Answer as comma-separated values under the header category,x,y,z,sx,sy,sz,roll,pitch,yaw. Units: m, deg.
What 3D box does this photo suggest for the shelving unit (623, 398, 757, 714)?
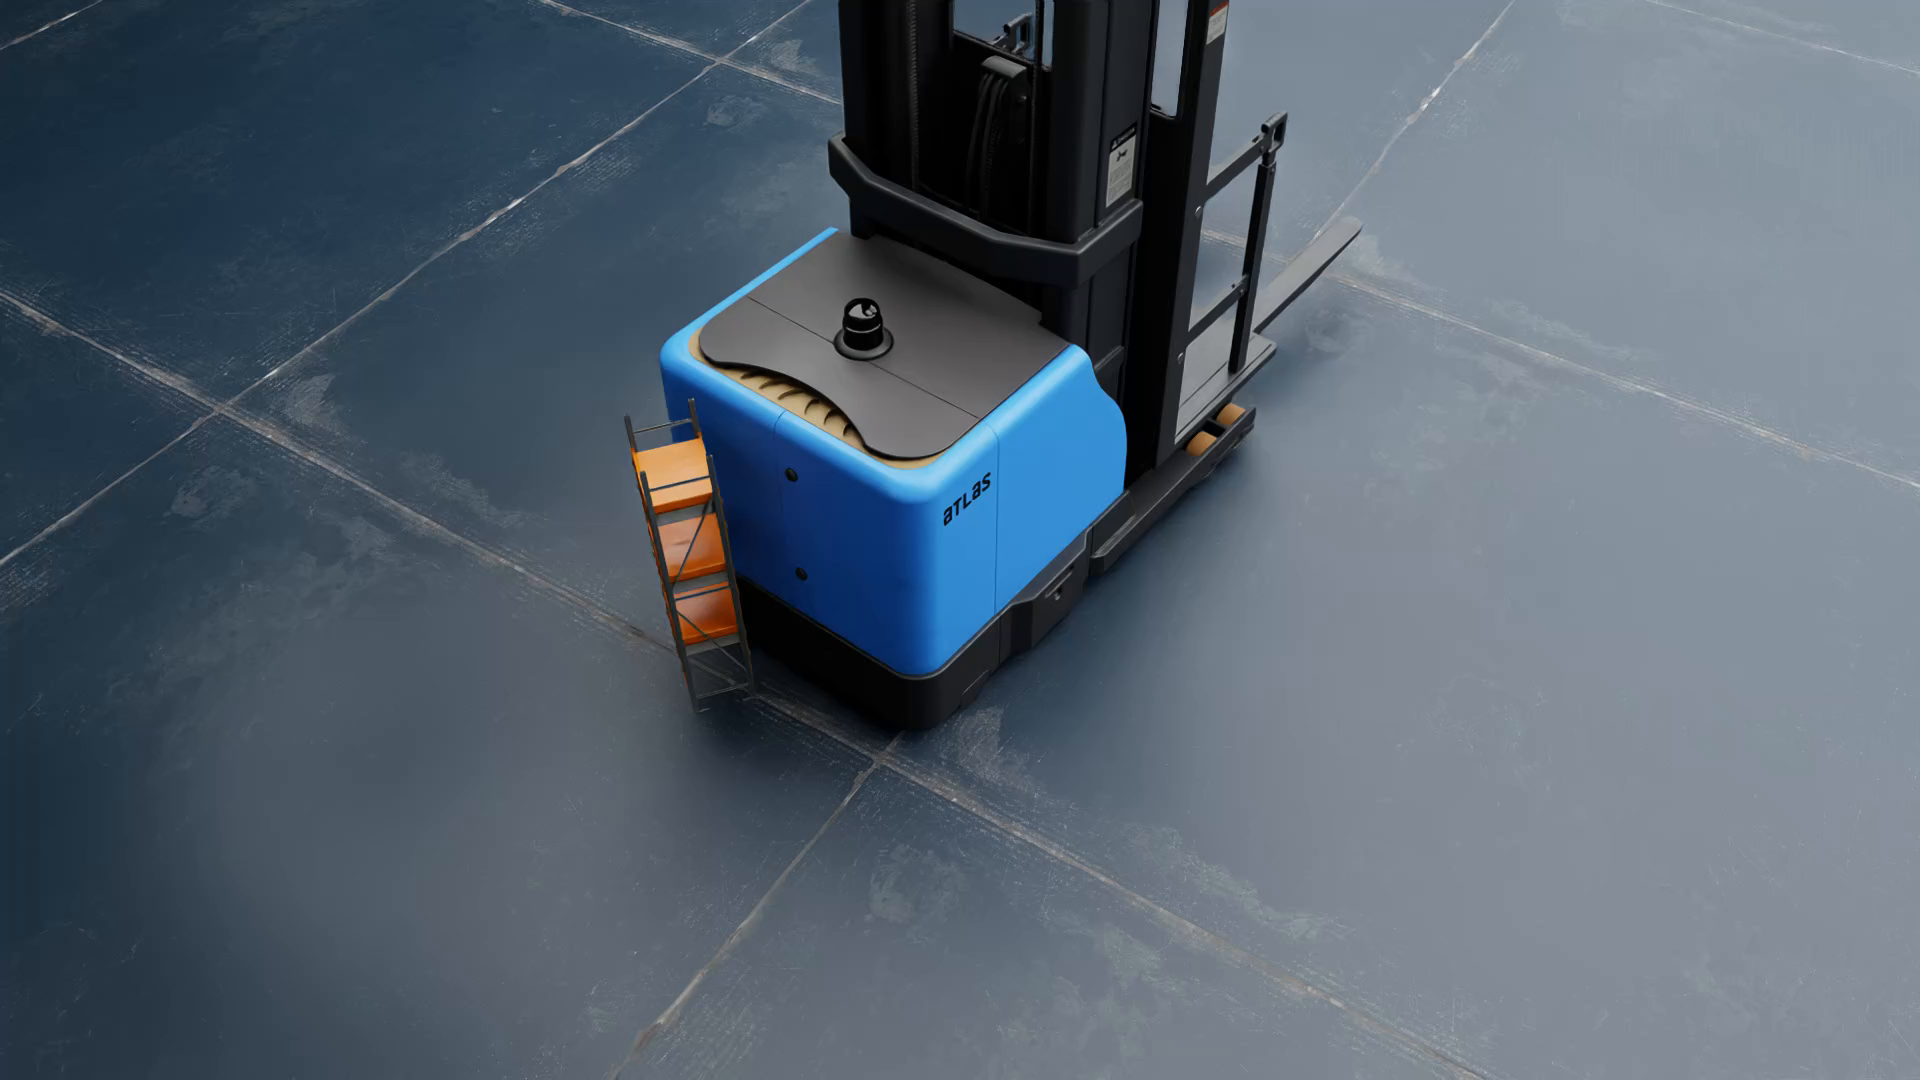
category,x,y,z,sx,sy,sz,roll,pitch,yaw
shelving unit,-0.790,0.075,4.941,0.215,1.050,0.252,-14,47,-11

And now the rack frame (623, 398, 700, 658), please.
category,x,y,z,sx,sy,sz,roll,pitch,yaw
rack frame,-0.828,-0.008,5.022,0.200,1.050,0.008,-14,47,-11

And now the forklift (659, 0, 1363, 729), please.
category,x,y,z,sx,sy,sz,roll,pitch,yaw
forklift,0.418,-1.445,5.110,1.130,2.935,3.031,30,53,26

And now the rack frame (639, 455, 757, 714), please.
category,x,y,z,sx,sy,sz,roll,pitch,yaw
rack frame,-0.752,0.158,4.860,0.200,1.050,0.008,-14,47,-11

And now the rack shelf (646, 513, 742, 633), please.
category,x,y,z,sx,sy,sz,roll,pitch,yaw
rack shelf,-0.790,0.082,4.948,0.215,0.259,0.240,-14,47,-11

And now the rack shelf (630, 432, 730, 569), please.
category,x,y,z,sx,sy,sz,roll,pitch,yaw
rack shelf,-0.797,-0.114,4.743,0.215,0.259,0.240,-14,47,-11

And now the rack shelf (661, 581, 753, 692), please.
category,x,y,z,sx,sy,sz,roll,pitch,yaw
rack shelf,-0.782,0.274,5.149,0.215,0.259,0.240,-14,47,-11
